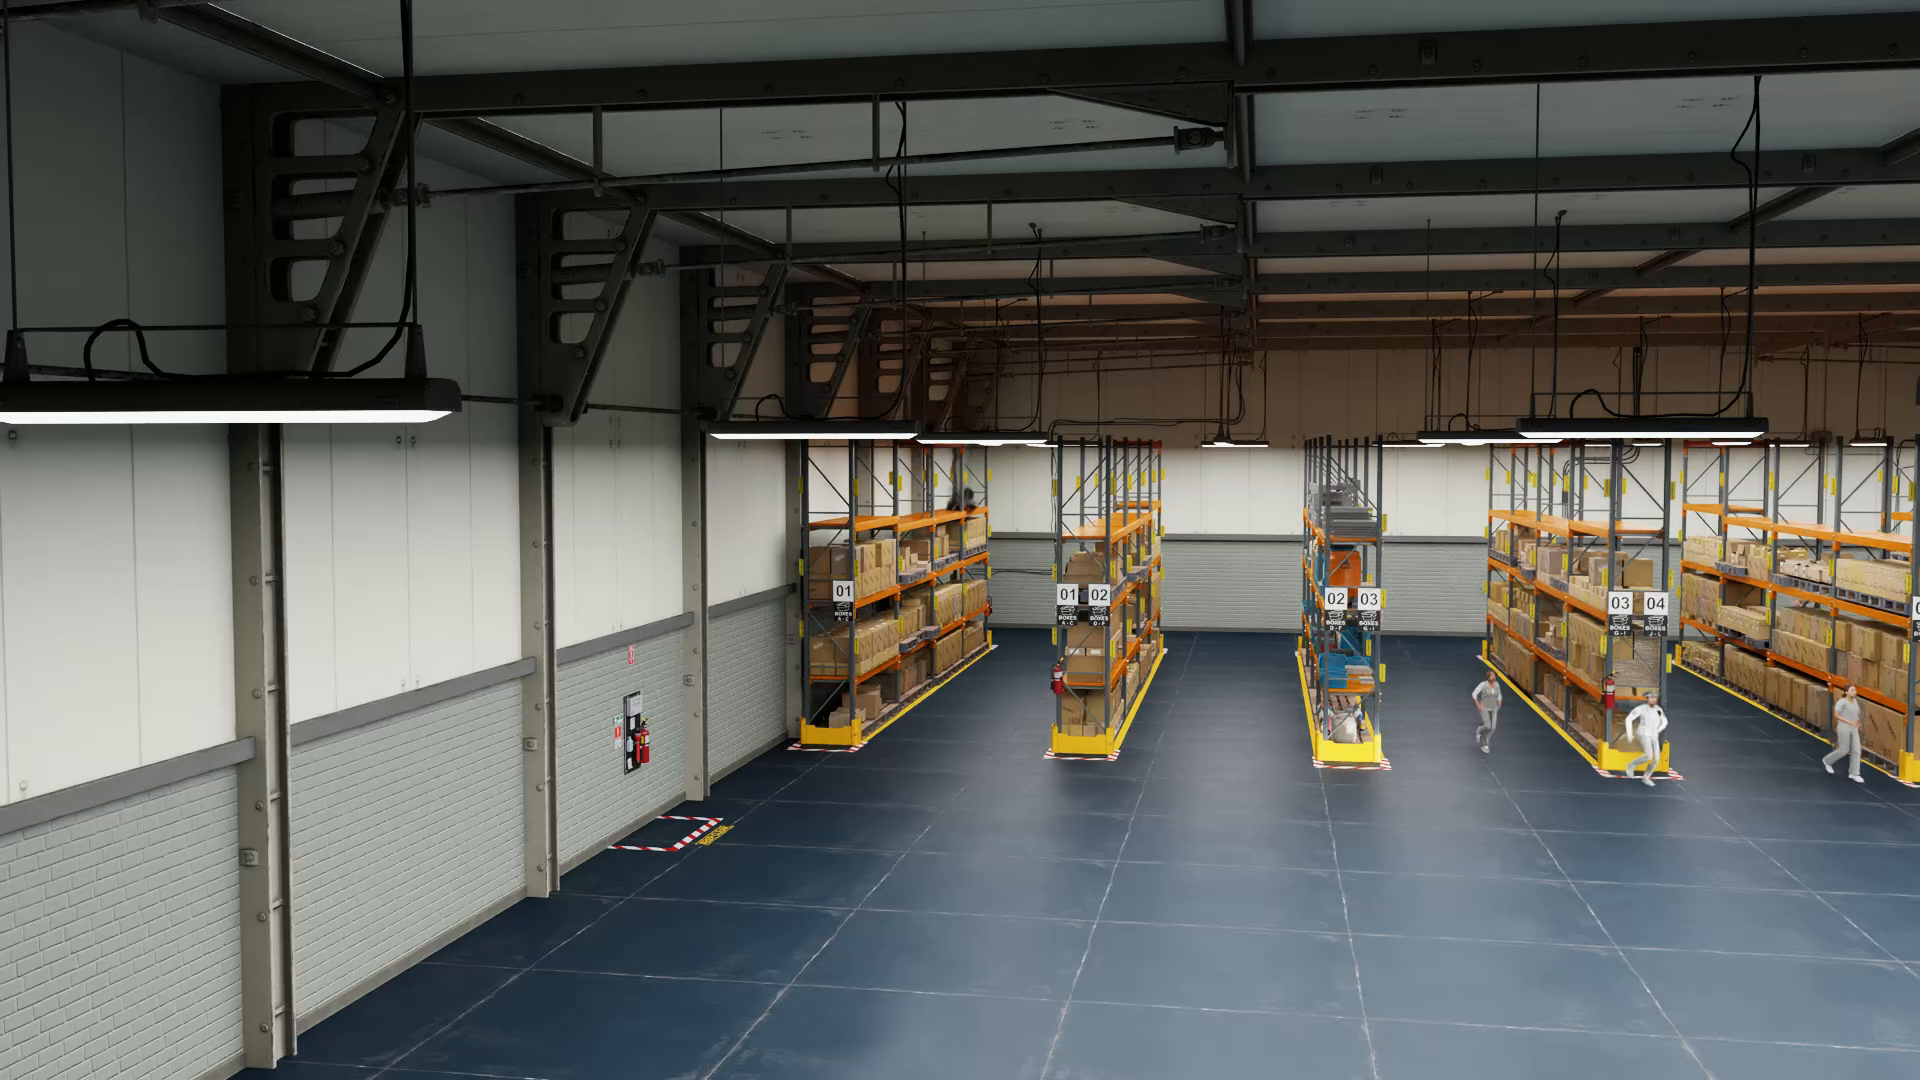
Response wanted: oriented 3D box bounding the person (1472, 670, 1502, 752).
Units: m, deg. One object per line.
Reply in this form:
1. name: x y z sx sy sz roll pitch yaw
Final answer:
1. person: 10.042 3.244 31.618 0.552 1.558 0.532 -1 3 -11

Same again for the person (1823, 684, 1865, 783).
1. person: 15.449 3.329 28.952 0.588 1.684 0.769 -1 3 -18

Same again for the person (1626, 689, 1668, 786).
1. person: 11.797 3.379 28.491 0.720 1.659 0.488 -1 3 -20

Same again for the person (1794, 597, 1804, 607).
1. person: 22.848 2.505 45.334 0.692 1.548 0.746 1 3 17
